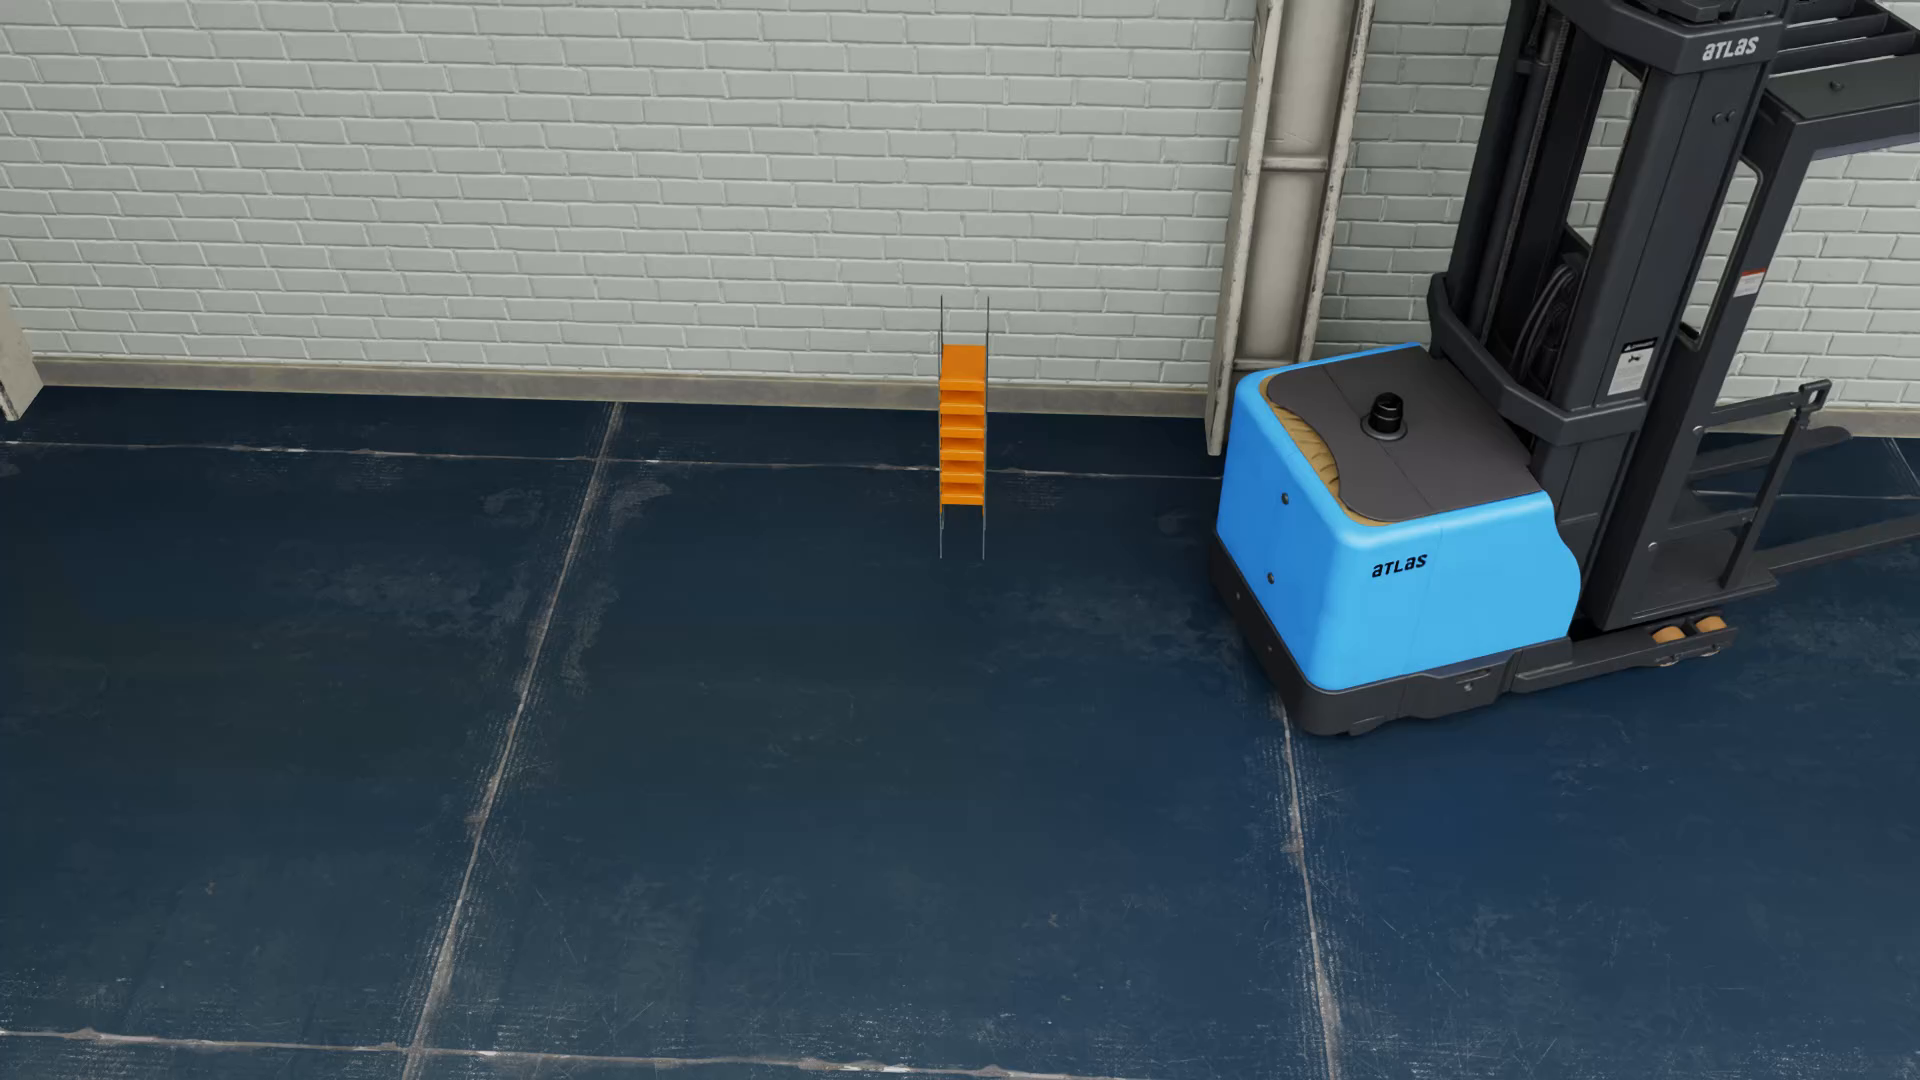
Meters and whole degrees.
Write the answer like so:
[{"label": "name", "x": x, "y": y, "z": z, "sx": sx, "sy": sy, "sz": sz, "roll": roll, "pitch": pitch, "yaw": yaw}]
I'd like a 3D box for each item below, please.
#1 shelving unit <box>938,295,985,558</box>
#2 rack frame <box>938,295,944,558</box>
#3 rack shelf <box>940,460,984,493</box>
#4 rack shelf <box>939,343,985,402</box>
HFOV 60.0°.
[{"label": "shelving unit", "x": -10.961, "y": 0.879, "z": 4.986, "sx": 21.905, "sy": 1.800, "sz": 5.752, "roll": 2, "pitch": 43, "yaw": 2}, {"label": "rack frame", "x": -0.077, "y": -0.441, "z": 6.844, "sx": 0.006, "sy": 1.200, "sz": 0.240, "roll": 2, "pitch": 43, "yaw": 2}, {"label": "rack shelf", "x": 0.014, "y": -0.318, "z": 6.953, "sx": 0.180, "sy": 0.103, "sz": 0.258, "roll": 2, "pitch": 43, "yaw": 2}, {"label": "rack shelf", "x": 0.014, "y": -0.669, "z": 6.625, "sx": 0.180, "sy": 0.103, "sz": 0.258, "roll": 2, "pitch": 43, "yaw": 2}]
